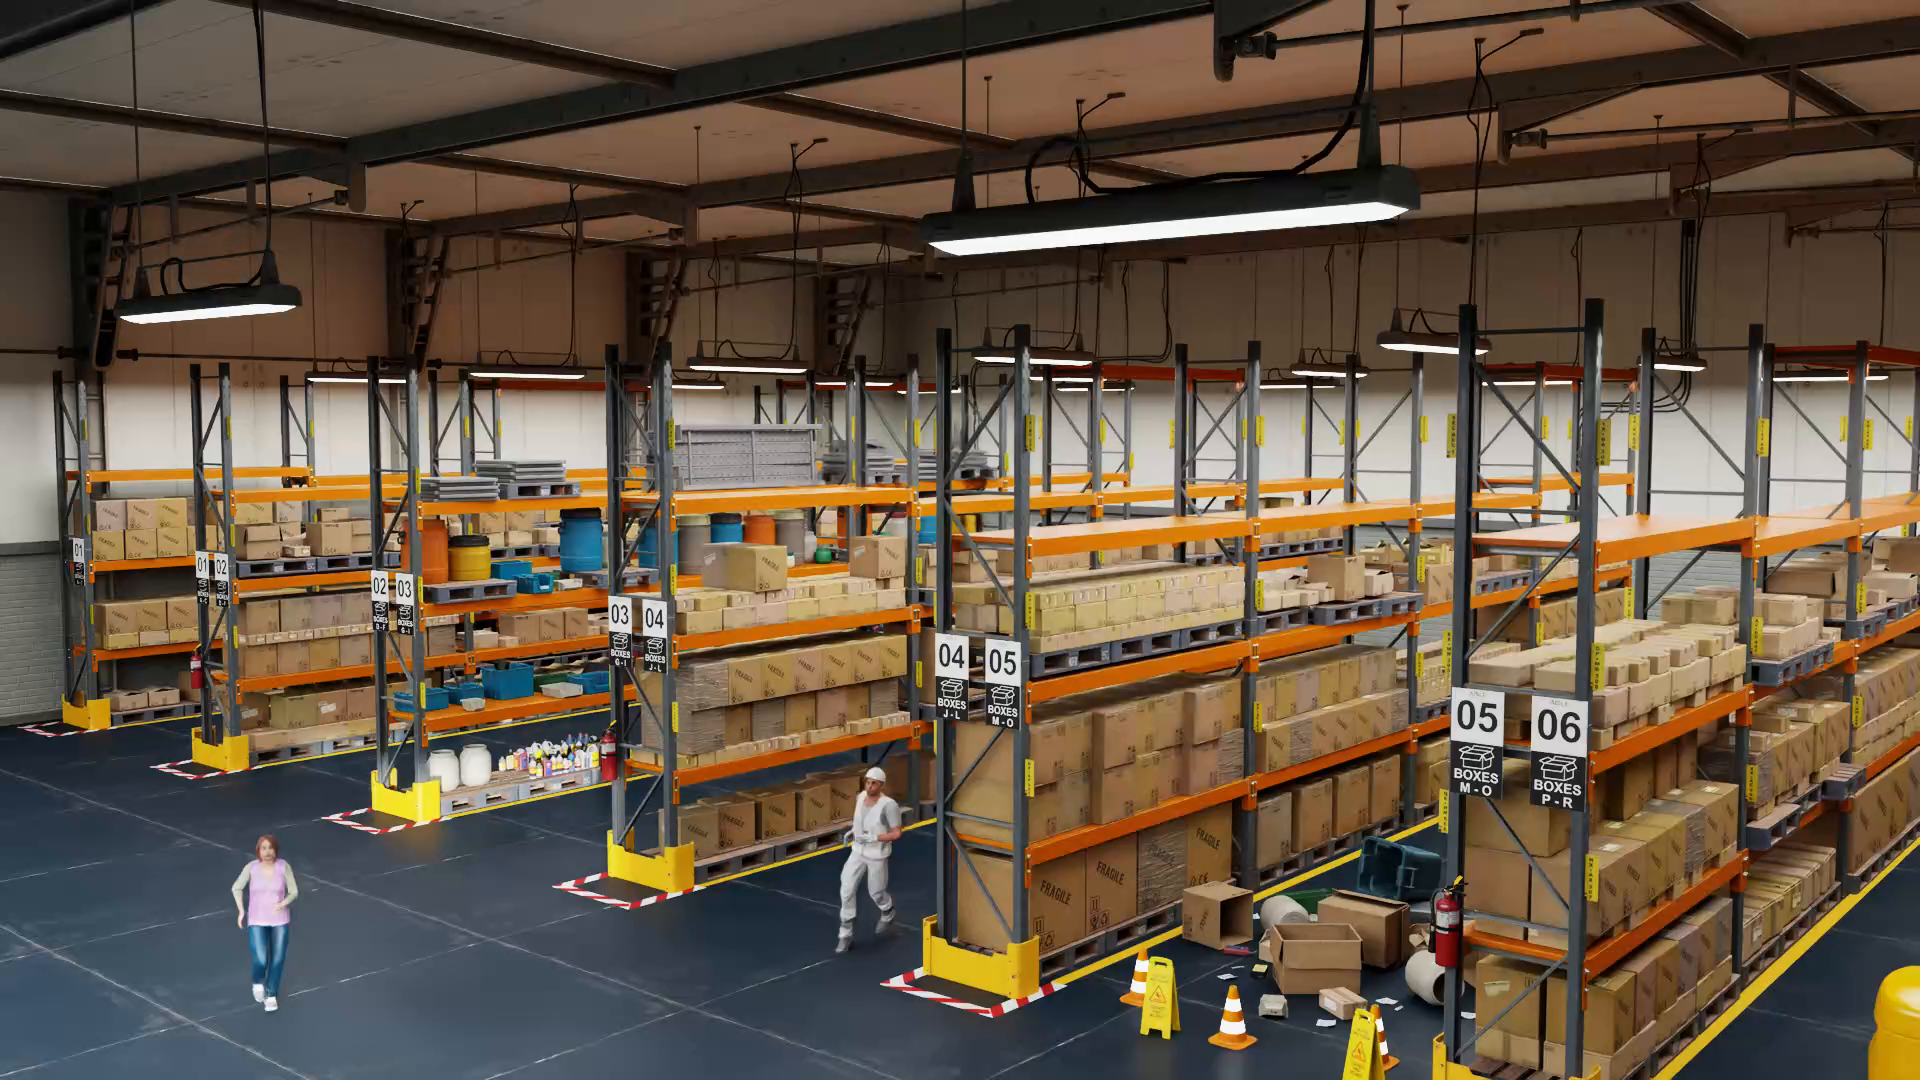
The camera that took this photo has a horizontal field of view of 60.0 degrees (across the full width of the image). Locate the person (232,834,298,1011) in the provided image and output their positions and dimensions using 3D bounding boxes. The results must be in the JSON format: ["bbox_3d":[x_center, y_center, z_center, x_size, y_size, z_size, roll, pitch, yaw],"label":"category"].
[{"bbox_3d":[-6.029,3.340,14.419,0.481,1.559,0.549,-2,5,-27],"label":"person"}]

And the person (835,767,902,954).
[{"bbox_3d":[-0.838,3.122,16.329,0.687,1.838,0.855,3,5,32],"label":"person"}]

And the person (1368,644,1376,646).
[{"bbox_3d":[6.228,2.467,25.125,0.671,1.802,0.949,4,5,41],"label":"person"}]
